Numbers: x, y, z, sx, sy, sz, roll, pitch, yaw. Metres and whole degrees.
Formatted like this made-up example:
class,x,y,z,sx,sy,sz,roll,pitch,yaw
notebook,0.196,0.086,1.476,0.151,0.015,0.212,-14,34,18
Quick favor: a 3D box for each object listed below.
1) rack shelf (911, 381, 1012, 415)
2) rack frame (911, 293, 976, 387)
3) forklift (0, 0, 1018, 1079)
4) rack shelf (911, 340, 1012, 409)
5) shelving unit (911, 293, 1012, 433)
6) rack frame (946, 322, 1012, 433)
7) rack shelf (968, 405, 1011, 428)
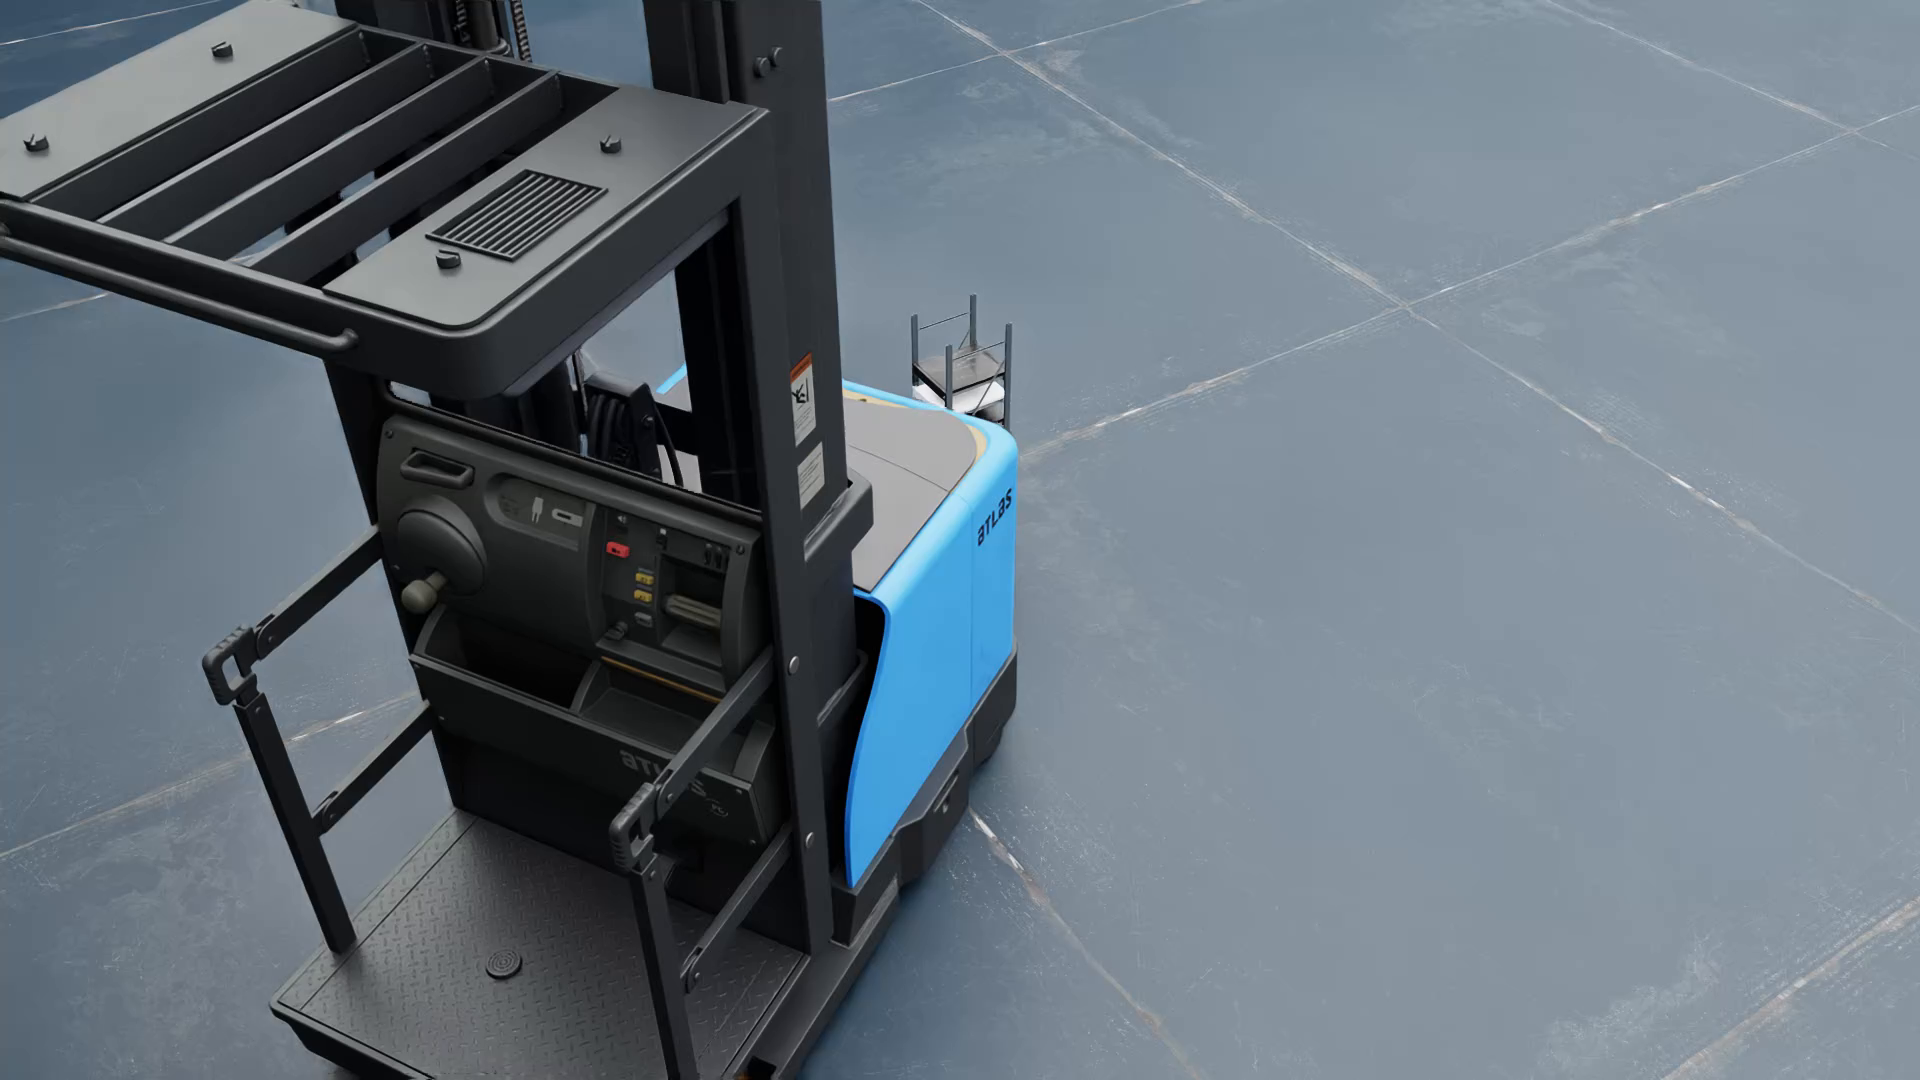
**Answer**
class,x,y,z,sx,sy,sz,roll,pitch,yaw
rack shelf,0.004,-0.454,5.363,0.258,0.077,0.200,-22,45,-24
rack frame,-0.050,-0.396,5.523,0.240,0.900,0.006,-22,45,-24
forklift,-0.930,0.113,3.325,1.130,2.935,3.031,17,43,20
rack shelf,0.004,-0.523,5.305,0.258,0.077,0.200,-22,45,-24
shelving unit,0.004,-0.341,5.457,0.258,0.900,0.210,-22,45,-24
rack frame,0.059,-0.286,5.391,0.240,0.900,0.006,-22,45,-24
rack shelf,0.004,-0.385,5.420,0.258,0.077,0.200,-22,45,-24
